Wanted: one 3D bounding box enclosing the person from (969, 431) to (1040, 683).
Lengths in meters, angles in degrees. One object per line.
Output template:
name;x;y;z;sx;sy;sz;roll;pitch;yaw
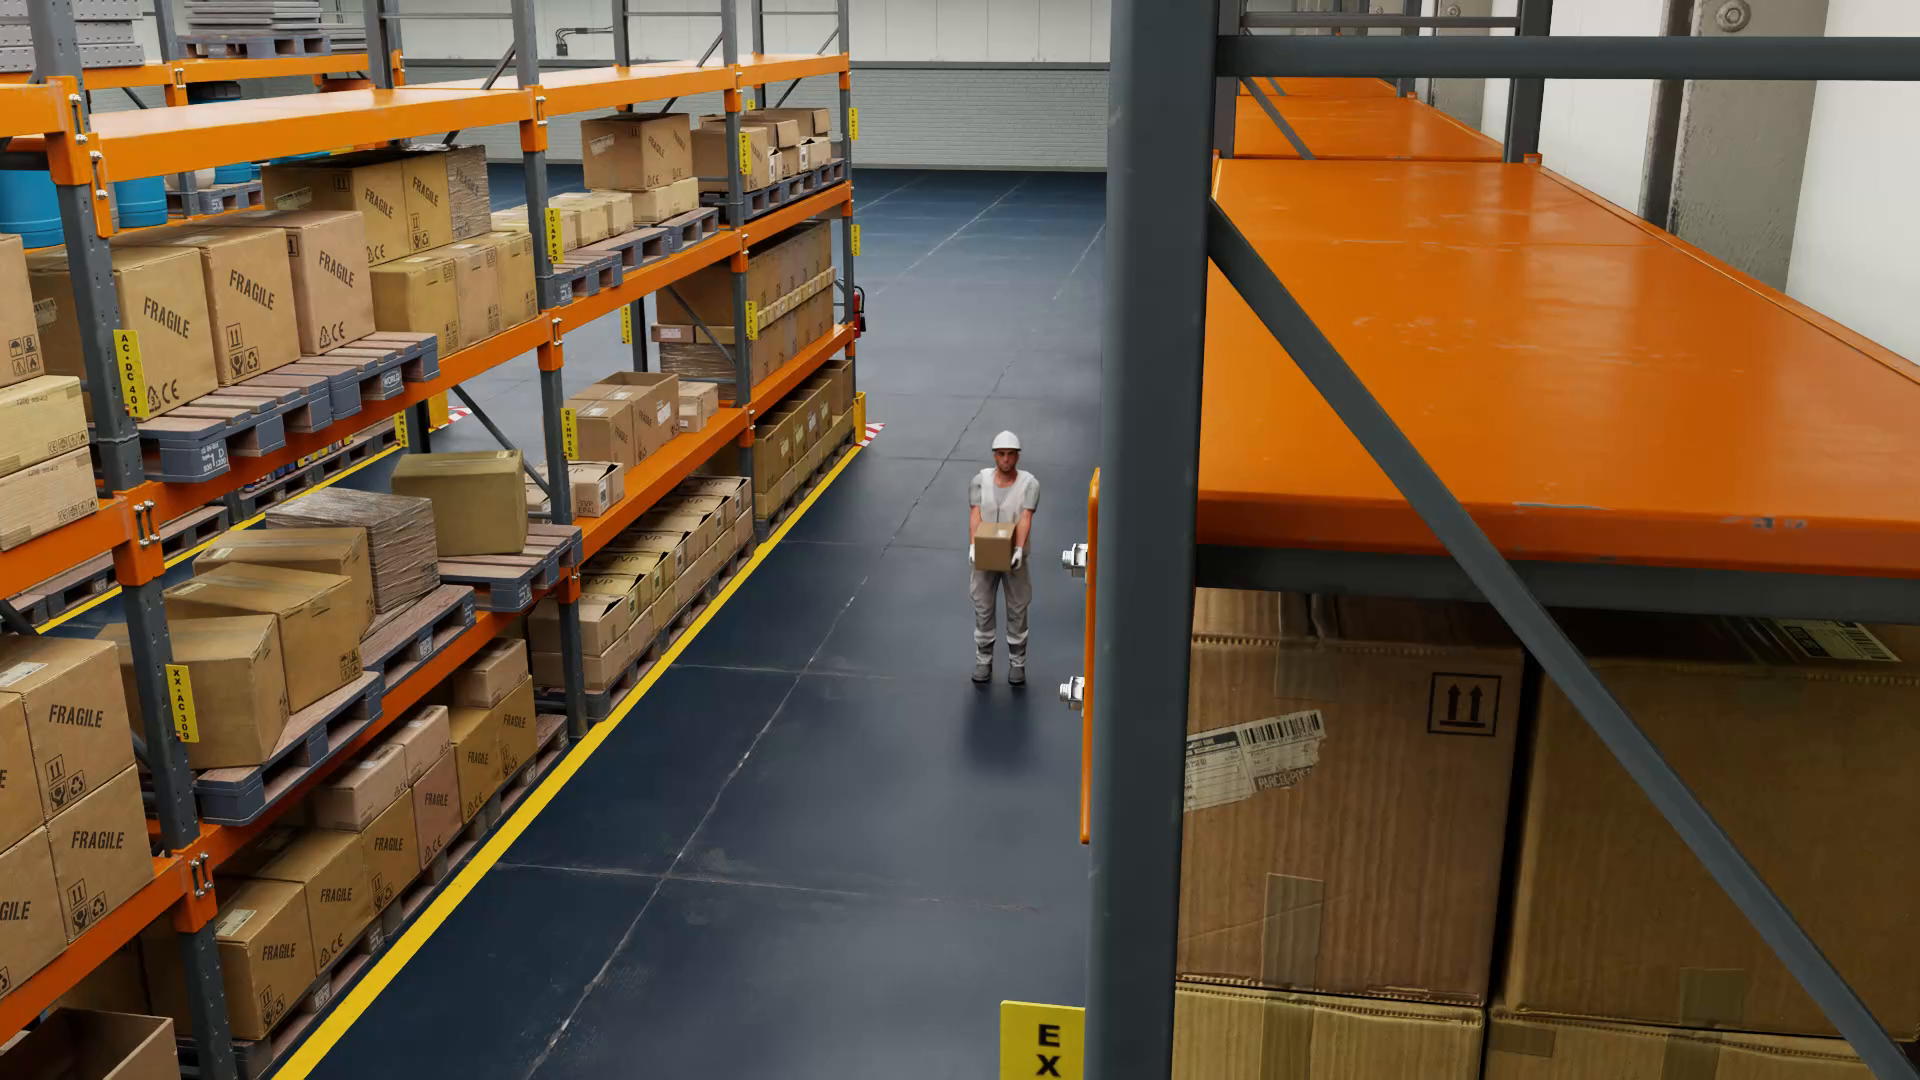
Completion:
person;0.286;0.150;11.548;0.494;1.784;0.565;3;18;10
